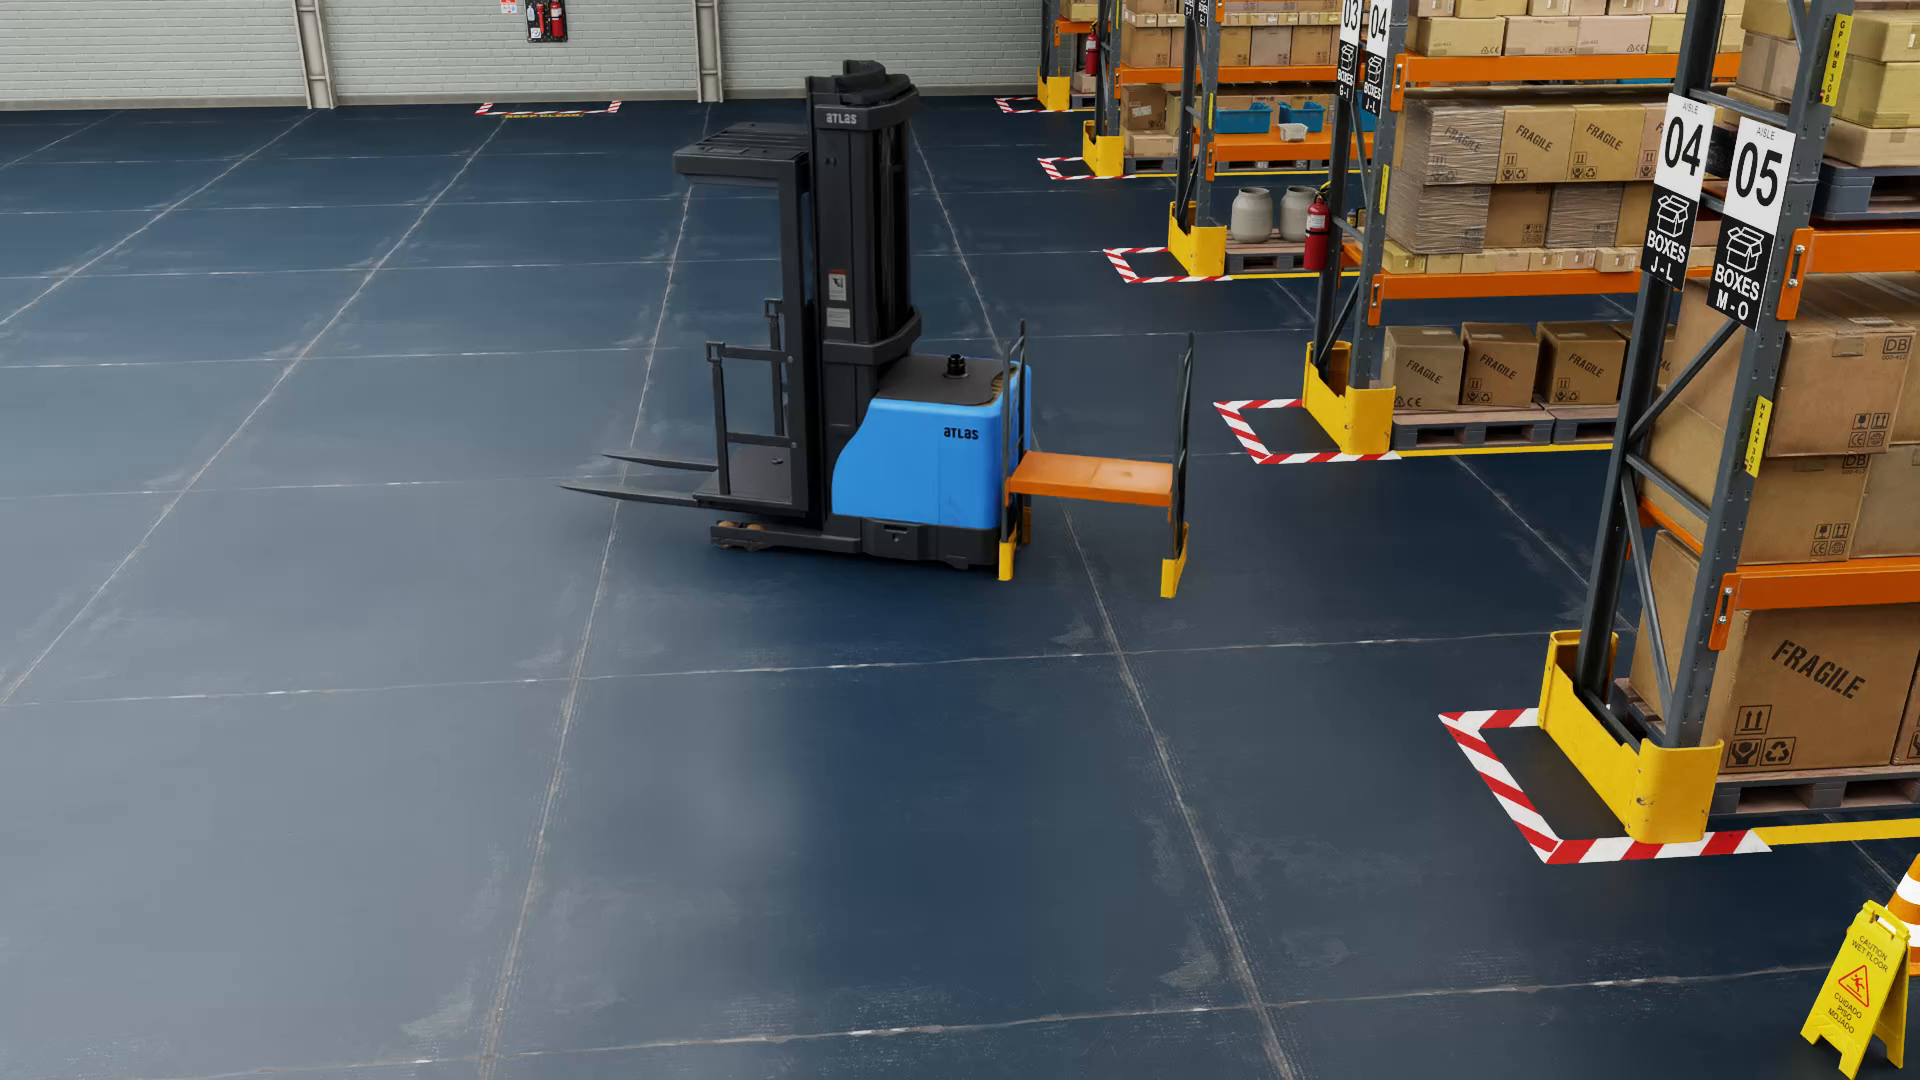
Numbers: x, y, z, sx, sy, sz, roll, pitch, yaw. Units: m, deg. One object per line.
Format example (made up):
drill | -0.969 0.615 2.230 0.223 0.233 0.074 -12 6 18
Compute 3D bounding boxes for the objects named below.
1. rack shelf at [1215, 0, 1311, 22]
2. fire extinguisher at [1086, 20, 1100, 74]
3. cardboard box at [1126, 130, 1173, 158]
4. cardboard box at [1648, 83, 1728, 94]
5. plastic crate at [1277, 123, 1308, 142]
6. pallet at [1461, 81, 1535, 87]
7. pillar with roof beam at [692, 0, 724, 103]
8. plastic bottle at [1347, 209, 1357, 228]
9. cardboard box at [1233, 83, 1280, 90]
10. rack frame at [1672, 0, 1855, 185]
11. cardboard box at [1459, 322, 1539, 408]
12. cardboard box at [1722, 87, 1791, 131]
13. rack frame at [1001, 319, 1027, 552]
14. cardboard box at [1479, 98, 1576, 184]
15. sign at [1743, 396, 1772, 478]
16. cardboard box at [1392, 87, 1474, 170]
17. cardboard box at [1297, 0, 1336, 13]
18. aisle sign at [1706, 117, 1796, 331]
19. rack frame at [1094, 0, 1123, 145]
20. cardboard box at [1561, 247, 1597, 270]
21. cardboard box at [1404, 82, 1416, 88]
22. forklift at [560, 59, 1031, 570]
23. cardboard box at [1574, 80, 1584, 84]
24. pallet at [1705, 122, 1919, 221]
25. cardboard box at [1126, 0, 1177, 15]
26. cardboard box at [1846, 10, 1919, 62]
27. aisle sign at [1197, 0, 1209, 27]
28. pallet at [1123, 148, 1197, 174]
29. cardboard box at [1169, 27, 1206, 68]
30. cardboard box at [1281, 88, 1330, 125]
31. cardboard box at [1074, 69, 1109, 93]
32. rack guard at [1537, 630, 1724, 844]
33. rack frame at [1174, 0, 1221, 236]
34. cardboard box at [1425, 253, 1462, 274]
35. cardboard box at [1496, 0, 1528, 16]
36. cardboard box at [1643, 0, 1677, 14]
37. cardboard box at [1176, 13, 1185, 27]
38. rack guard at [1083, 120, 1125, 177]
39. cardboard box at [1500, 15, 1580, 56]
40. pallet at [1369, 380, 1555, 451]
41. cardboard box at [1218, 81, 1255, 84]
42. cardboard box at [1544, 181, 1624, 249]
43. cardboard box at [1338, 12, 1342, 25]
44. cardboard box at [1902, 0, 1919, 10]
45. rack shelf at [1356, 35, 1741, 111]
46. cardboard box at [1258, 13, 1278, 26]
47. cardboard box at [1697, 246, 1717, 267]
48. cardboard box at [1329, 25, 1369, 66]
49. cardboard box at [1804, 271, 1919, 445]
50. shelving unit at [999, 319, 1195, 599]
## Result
rack shelf | 4.355 -5.351 16.289 4.000 0.370 1.077 -2 24 -5
fire extinguisher | 1.718 -6.379 21.504 0.183 0.674 0.296 -2 24 -5
cardboard box | 2.437 -5.099 21.396 0.500 0.250 0.500 -2 24 -5
cardboard box | 5.364 -3.070 12.244 0.500 0.500 0.500 -2 24 -5
plastic crate | 3.287 -4.014 16.413 0.250 0.136 0.298 -2 24 -5
pallet | 8.574 -7.248 26.797 1.213 0.211 1.003 -2 24 -5
pillar with roof beam | -3.545 -9.373 20.759 0.400 9.000 9.100 -2 24 -5
plastic bottle | 4.149 -3.402 17.615 0.097 0.201 0.097 0 24 0
cardboard box | 3.877 -5.717 21.863 0.500 0.500 0.500 -2 24 -5
rack frame | 3.238 -2.960 6.330 0.127 3.000 1.000 -2 24 -5
cardboard box | 4.066 -1.333 12.616 0.500 0.500 0.500 4 24 9
cardboard box | 3.536 -1.862 7.223 0.250 0.149 0.380 -2 24 -5
rack frame | 0.328 -0.553 10.147 0.032 1.500 0.500 6 25 13
cardboard box | 3.924 -2.795 11.624 0.500 0.500 0.500 -2 24 -5
sign | 3.287 -0.426 6.851 0.005 0.325 0.100 -2 24 -5
cardboard box | 3.374 -2.988 12.058 0.500 0.500 0.500 -2 24 -5
cardboard box | 4.420 -6.969 21.016 0.500 0.500 0.700 -2 24 -5
aisle sign | 3.197 -1.282 6.741 0.004 0.787 0.394 -2 24 -5
rack frame | 1.881 -6.232 21.077 0.127 3.000 1.000 -2 24 -5
cardboard box | 4.402 -2.080 12.046 0.250 0.149 0.380 -2 24 -5
cardboard box | 7.123 -7.533 26.541 0.500 0.500 0.700 -2 24 -5
forklift | -1.103 -1.468 10.444 3.031 2.935 1.130 6 25 13
cardboard box | 10.097 -7.739 26.598 0.750 0.750 0.750 -3 24 -6
pallet | 3.976 -1.583 7.033 1.213 0.211 1.003 -2 24 -5
cardboard box | 2.400 -6.886 20.828 0.500 0.500 0.700 -2 24 -5
cardboard box | 3.602 -1.961 6.463 0.250 0.149 0.380 -2 24 -5
aisle sign | 2.322 -5.296 15.771 0.004 0.787 0.394 -2 24 -5
pallet | 2.638 -5.005 21.750 1.213 0.211 1.003 -2 24 -5
cardboard box | 2.869 -6.314 21.138 0.500 0.500 0.700 -2 24 -4
cardboard box | 4.426 -5.526 21.434 0.500 0.500 0.500 -2 24 -5
cardboard box | 2.088 -7.197 26.018 0.500 0.311 0.500 -5 24 -11
rack guard | 3.214 0.925 8.054 0.348 0.500 1.175 -2 24 -5
rack frame | 2.365 -4.229 16.572 0.127 3.000 1.000 -2 24 -5
cardboard box | 3.409 -2.030 11.933 0.250 0.149 0.380 -2 24 -5
cardboard box | 3.655 -3.660 11.293 0.250 0.149 0.380 -3 24 -6
cardboard box | 4.690 -3.696 11.373 0.250 0.149 0.380 -3 24 -6
cardboard box | 2.804 -6.523 20.812 0.250 0.149 0.380 -2 24 -5
rack guard | 1.858 -5.088 21.582 0.348 0.500 1.175 -2 24 -5
cardboard box | 3.869 -3.467 11.349 0.500 0.250 0.500 -3 24 -6
pallet | 3.739 -0.974 12.682 1.213 0.211 1.003 -2 24 -5
cardboard box | 4.343 -7.395 26.229 0.500 0.500 0.500 -4 24 -9
cardboard box | 4.389 -2.491 12.171 0.500 0.500 0.875 -2 24 -5
cardboard box | 4.845 -6.605 20.994 0.250 0.149 0.380 -2 24 -5
cardboard box | 4.044 -2.247 7.106 0.250 0.149 0.380 -2 24 -4
rack shelf | 4.842 -3.349 11.785 4.000 0.370 1.077 -2 24 -5
cardboard box | 3.823 -6.563 20.902 0.250 0.149 0.380 -2 24 -5
cardboard box | 5.398 -2.115 12.125 0.250 0.149 0.380 -2 24 -5
cardboard box | 4.897 -6.393 21.317 0.500 0.500 0.700 -3 24 -6
cardboard box | 4.150 -0.839 7.430 0.550 0.550 0.875 -2 24 -5
shelving unit | 0.830 -0.501 10.031 1.083 1.500 0.587 6 25 13
